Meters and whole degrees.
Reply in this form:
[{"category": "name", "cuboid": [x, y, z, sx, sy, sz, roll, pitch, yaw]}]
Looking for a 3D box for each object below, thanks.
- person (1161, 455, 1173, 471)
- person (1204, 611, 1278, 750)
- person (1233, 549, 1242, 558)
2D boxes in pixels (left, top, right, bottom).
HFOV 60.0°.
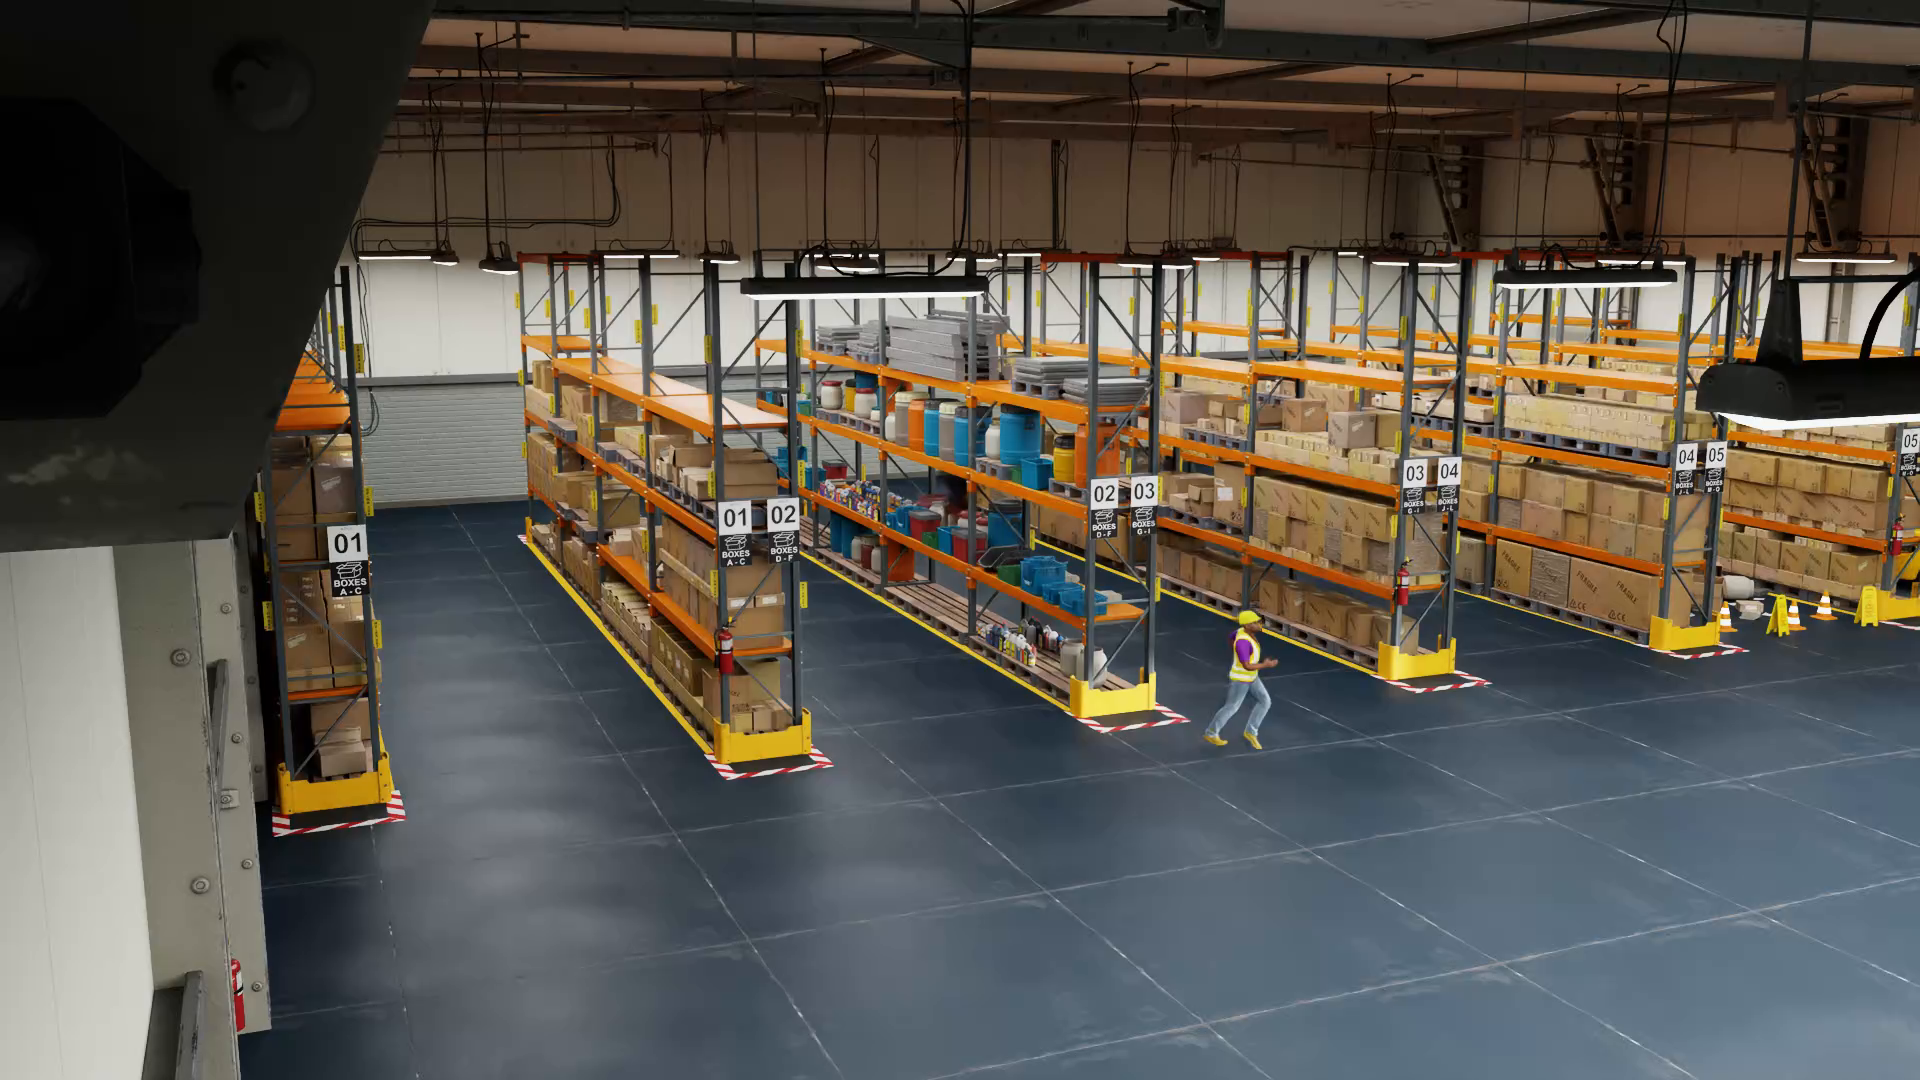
[{"category": "person", "cuboid": [5.234, -2.060, 41.644, 0.534, 1.666, 0.706, 1, 10, 8]}, {"category": "person", "cuboid": [3.516, 1.742, 20.646, 0.884, 1.795, 0.711, 4, 11, 20]}, {"category": "person", "cuboid": [5.427, -0.317, 31.914, 0.700, 1.725, 0.571, -4, 11, -23]}]
